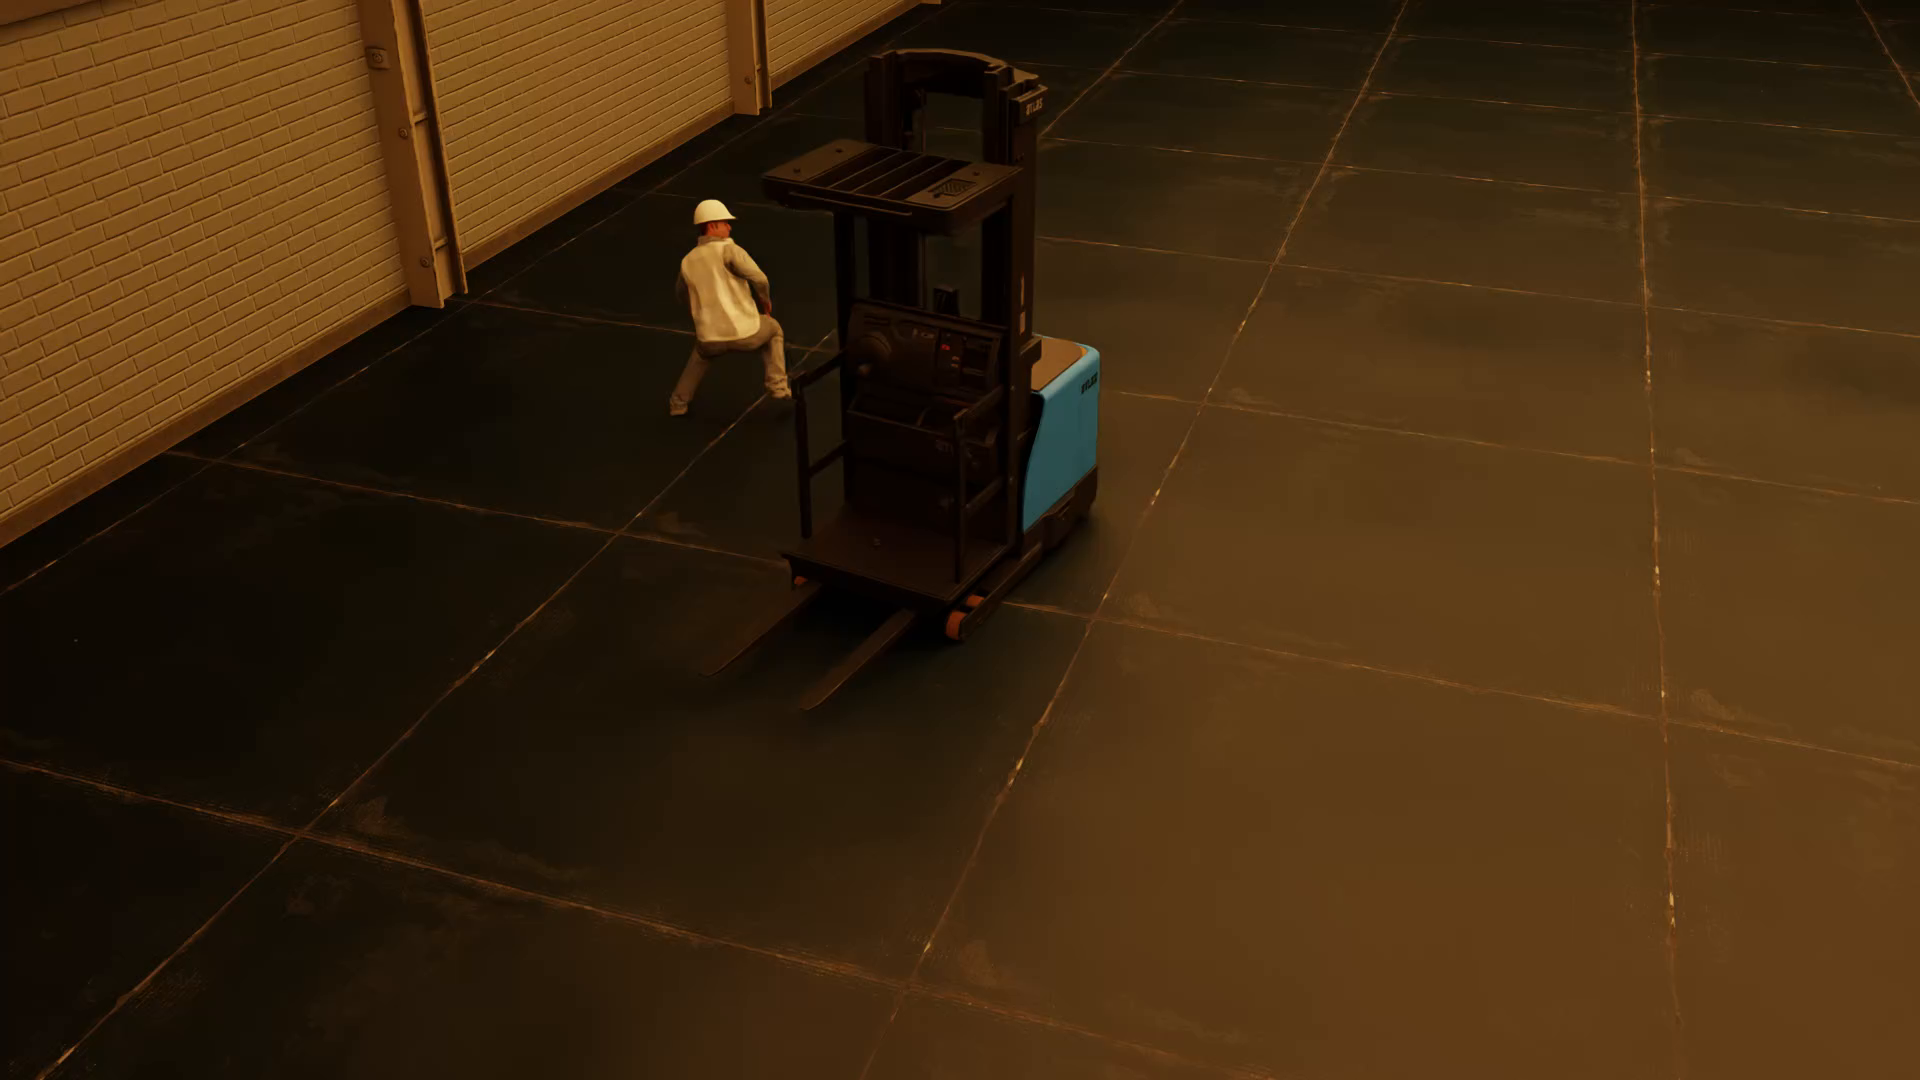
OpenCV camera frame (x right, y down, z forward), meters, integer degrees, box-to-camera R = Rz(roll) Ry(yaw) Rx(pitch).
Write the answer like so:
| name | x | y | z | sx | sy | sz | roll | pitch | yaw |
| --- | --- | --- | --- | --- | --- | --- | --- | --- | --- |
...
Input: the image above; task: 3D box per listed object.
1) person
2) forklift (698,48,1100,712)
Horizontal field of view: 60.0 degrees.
| name | x | y | z | sx | sy | sz | roll | pitch | yaw |
| --- | --- | --- | --- | --- | --- | --- | --- | --- | --- |
| person | -1.611 | -1.530 | 11.311 | 0.881 | 1.554 | 0.699 | 7 | 30 | 12 |
| forklift | -0.304 | -0.974 | 8.846 | 1.130 | 2.935 | 3.031 | 15 | 33 | 25 |
